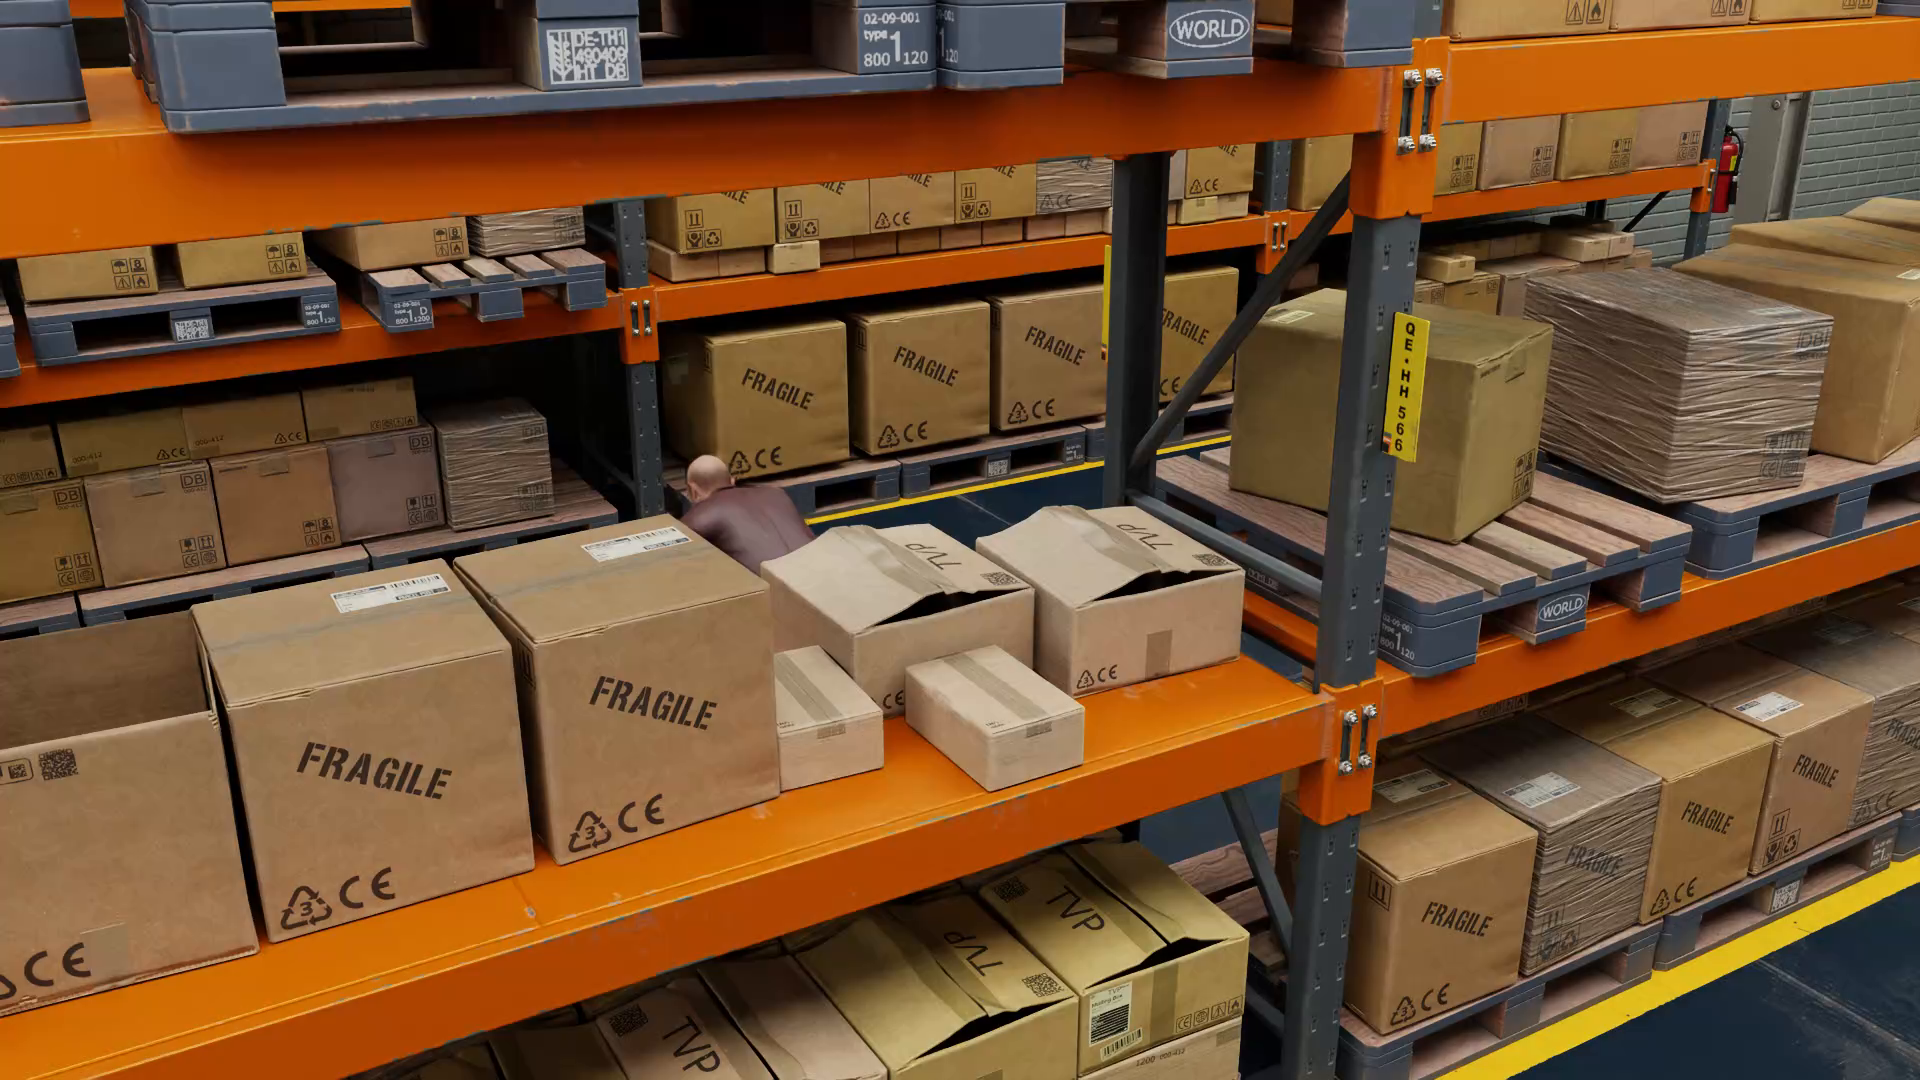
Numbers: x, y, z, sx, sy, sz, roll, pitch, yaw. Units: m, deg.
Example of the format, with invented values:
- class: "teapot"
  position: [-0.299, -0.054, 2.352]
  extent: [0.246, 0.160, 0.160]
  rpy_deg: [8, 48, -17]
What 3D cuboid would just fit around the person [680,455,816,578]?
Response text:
- class: "person"
  position: [-0.805, 0.234, 6.542]
  extent: [0.610, 1.024, 0.896]
  rpy_deg: [-12, 25, -29]
